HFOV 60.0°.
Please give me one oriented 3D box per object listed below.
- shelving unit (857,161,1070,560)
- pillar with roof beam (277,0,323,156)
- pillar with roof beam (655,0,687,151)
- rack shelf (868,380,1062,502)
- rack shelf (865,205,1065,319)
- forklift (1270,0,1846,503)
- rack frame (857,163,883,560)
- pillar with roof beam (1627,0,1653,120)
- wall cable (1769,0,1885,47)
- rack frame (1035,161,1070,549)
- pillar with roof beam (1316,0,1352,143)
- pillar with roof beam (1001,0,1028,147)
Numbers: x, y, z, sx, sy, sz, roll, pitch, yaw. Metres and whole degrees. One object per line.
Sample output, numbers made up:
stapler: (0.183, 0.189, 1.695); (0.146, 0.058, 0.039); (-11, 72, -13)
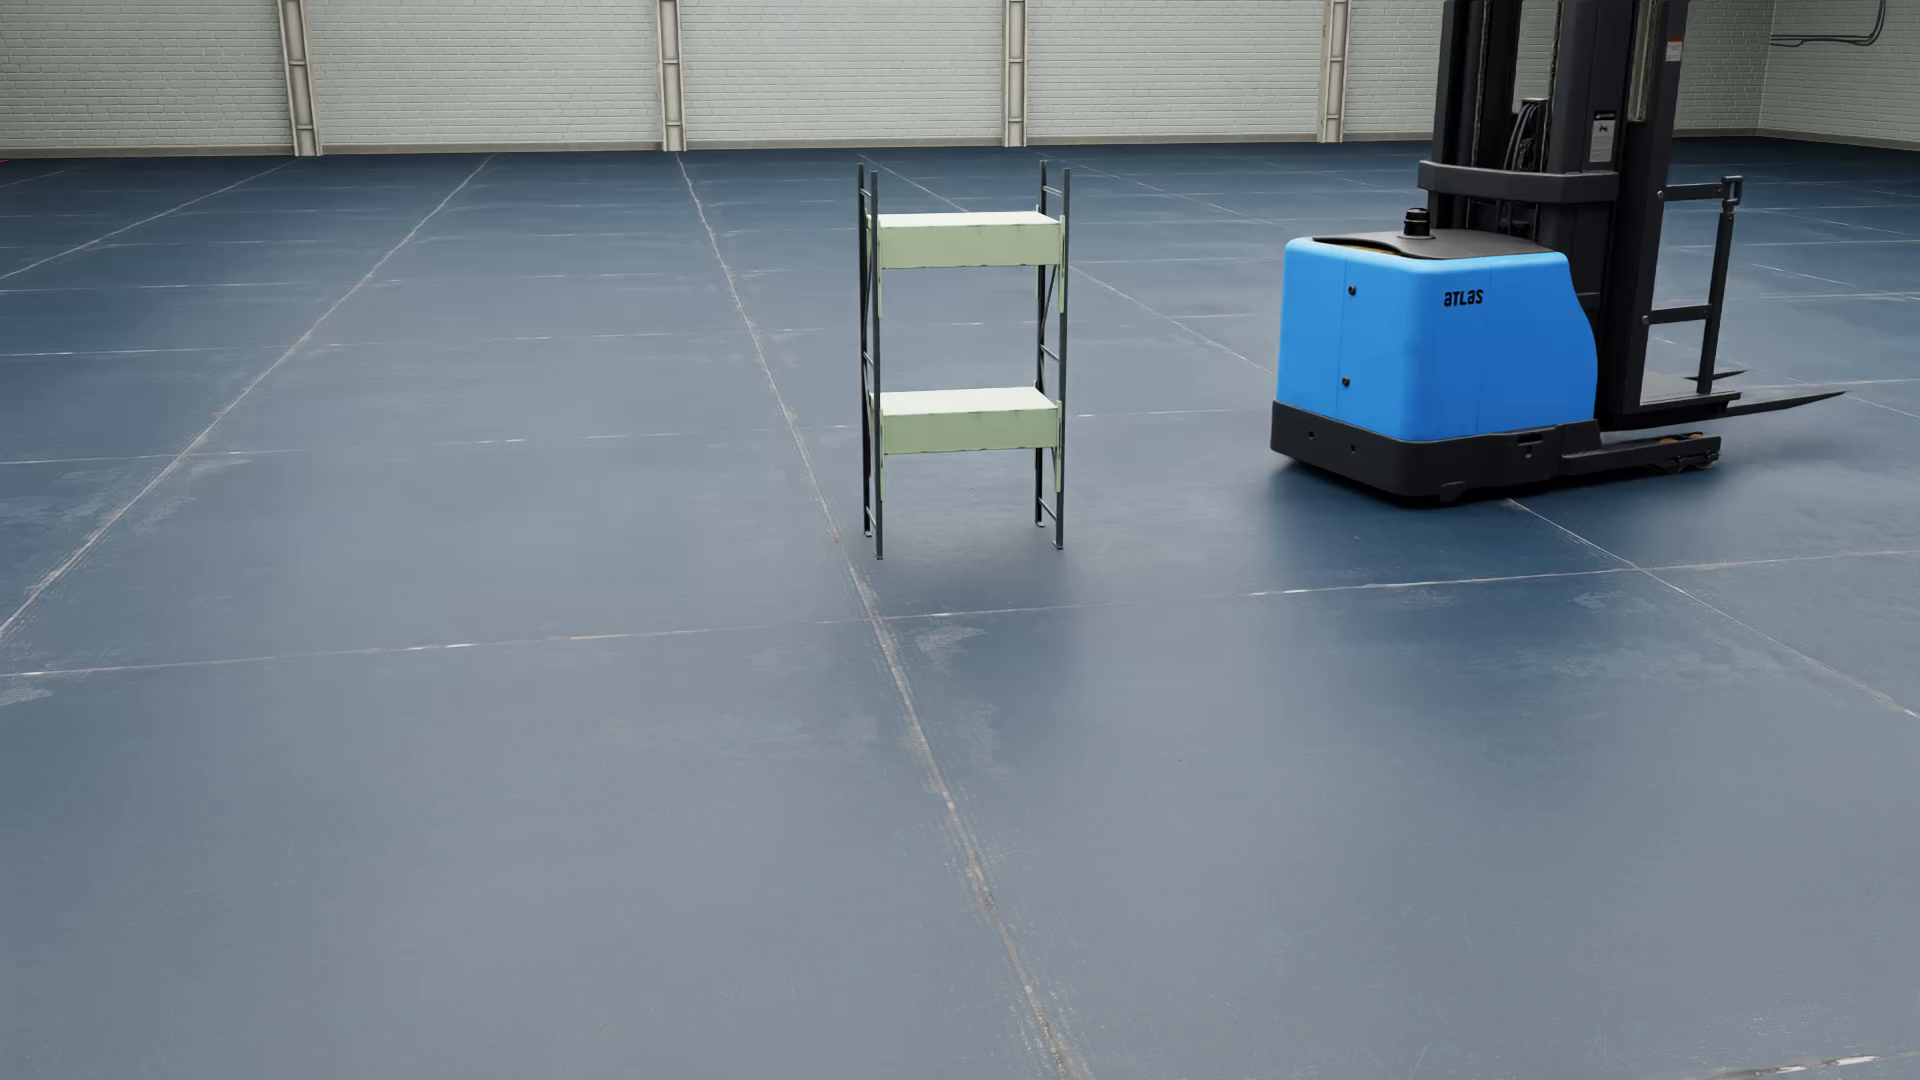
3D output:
shelving unit: (0.007, -0.717, 6.593); (0.755, 1.500, 0.431); (-3, 17, -10)
pillar with roof beam: (-9.999, -9.456, 22.272); (0.400, 9.000, 9.100); (-3, 17, -10)
pillar with roof beam: (-4.108, -9.790, 23.360); (0.400, 9.000, 9.100); (-3, 17, -10)
rack shelf: (0.007, -0.406, 6.689); (0.720, 0.370, 0.431); (-3, 17, -10)
rack shelf: (0.007, -1.090, 6.478); (0.720, 0.370, 0.431); (-3, 17, -10)
forklift: (3.046, -1.843, 7.819); (3.031, 2.935, 1.130); (-8, 19, -25)
rack frame: (-0.353, -0.697, 6.526); (0.023, 1.500, 0.400); (-3, 17, -10)
pillar with roof beam: (13.565, -10.793, 26.624); (0.400, 9.000, 9.100); (-3, 17, -10)
wall cable: (15.892, -10.332, 30.413); (0.112, 2.526, 3.097); (-3, 17, -10)
rack frame: (0.366, -0.738, 6.659); (0.023, 1.500, 0.400); (-3, 17, -10)
pillar with roof beam: (7.674, -10.458, 25.536); (0.400, 9.000, 9.100); (-3, 17, -10)
pillar with roof beam: (1.783, -10.124, 24.448); (0.400, 9.000, 9.100); (-3, 17, -10)
